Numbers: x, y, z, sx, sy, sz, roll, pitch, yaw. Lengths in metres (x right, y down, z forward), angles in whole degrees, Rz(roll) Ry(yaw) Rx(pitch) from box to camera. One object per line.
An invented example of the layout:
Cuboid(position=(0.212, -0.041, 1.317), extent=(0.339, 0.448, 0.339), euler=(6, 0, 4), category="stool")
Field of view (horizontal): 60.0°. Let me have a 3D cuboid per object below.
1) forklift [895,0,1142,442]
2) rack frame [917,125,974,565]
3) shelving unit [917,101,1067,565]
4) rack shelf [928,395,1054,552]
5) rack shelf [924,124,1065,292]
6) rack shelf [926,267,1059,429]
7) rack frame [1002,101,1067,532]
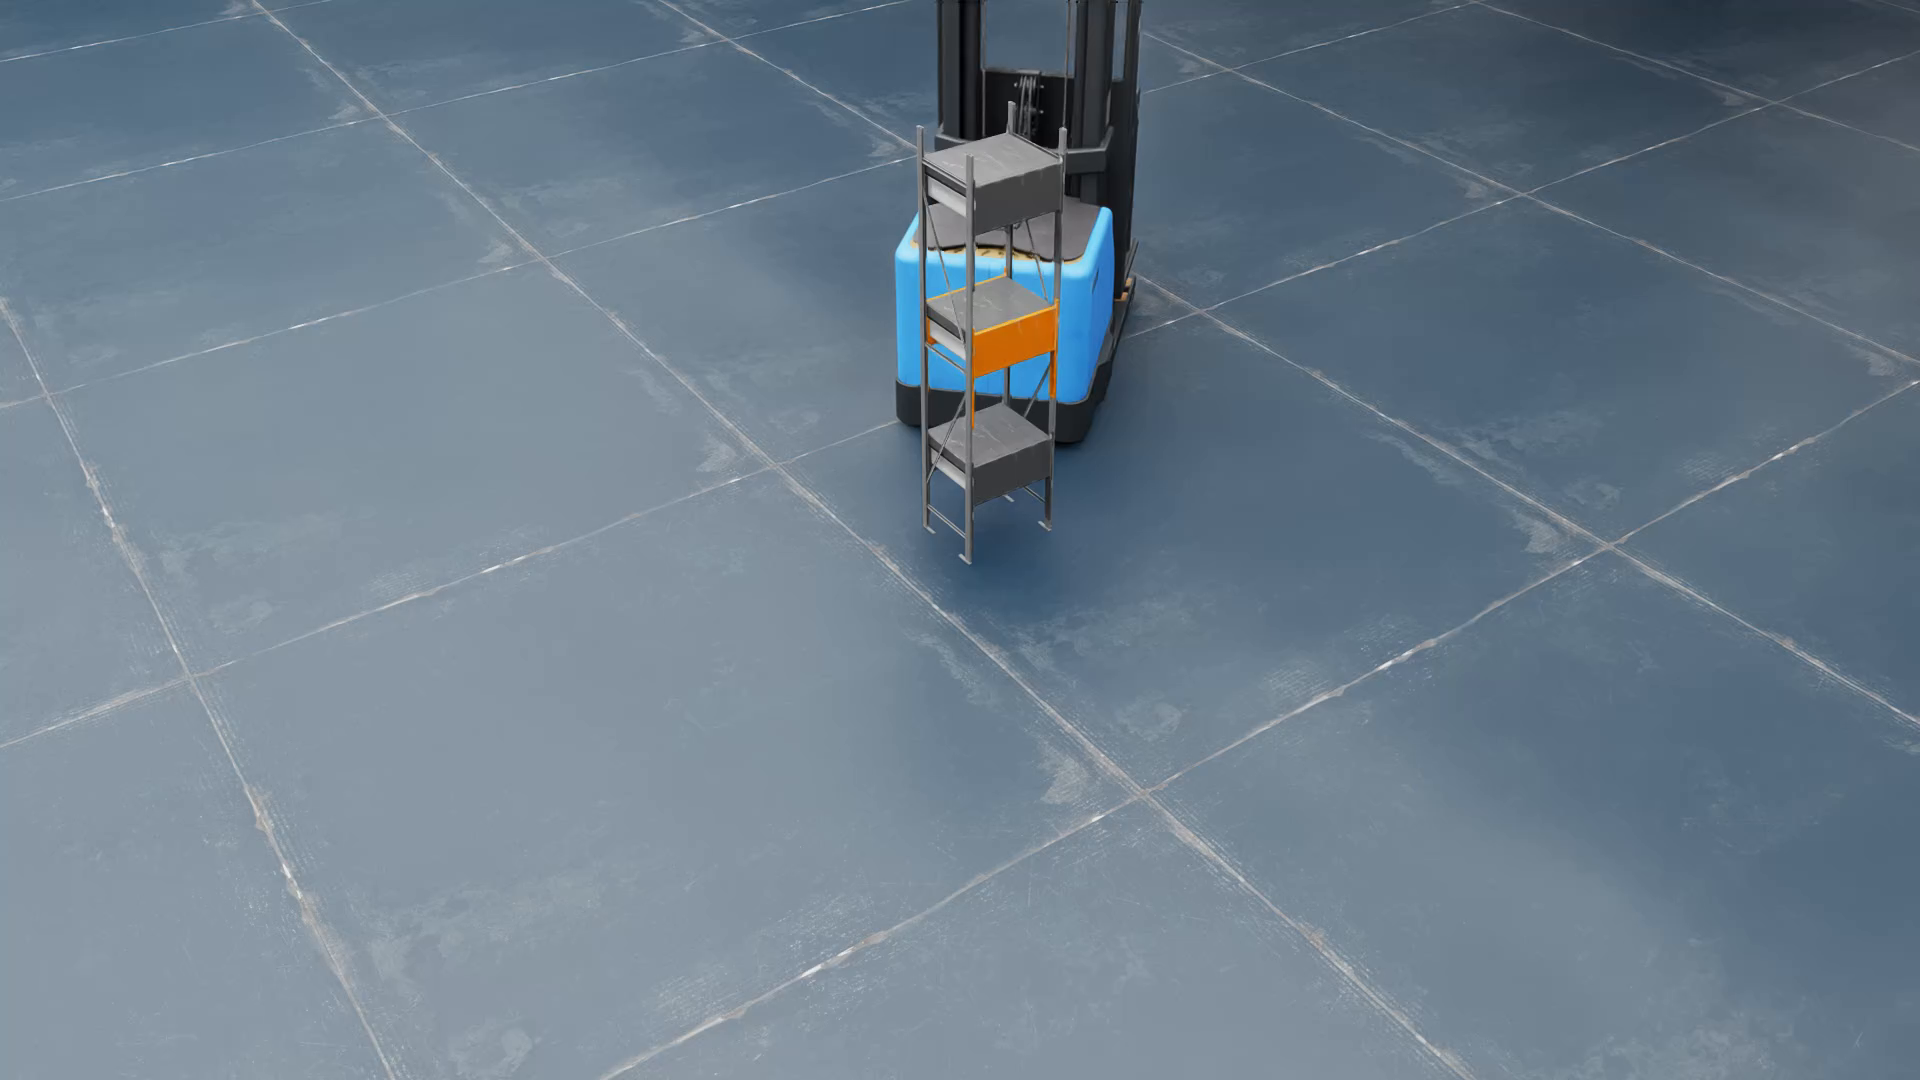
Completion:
Cuboid(position=(0.471, -2.567, 9.309), extent=(1.130, 2.935, 3.031), euler=(7, 36, 10), category="forklift")
Cuboid(position=(-0.064, -0.826, 7.600), extent=(0.015, 2.100, 0.400), euler=(-22, 41, -28), category="rack frame")
Cuboid(position=(0.135, -0.908, 7.714), extent=(0.503, 2.100, 0.431), euler=(-22, 41, -28), category="shelving unit")
Cuboid(position=(0.135, -0.329, 8.131), extent=(0.480, 0.518, 0.431), euler=(-22, 41, -28), category="rack shelf")
Cuboid(position=(0.135, -1.465, 7.314), extent=(0.480, 0.518, 0.431), euler=(-22, 41, -28), category="rack shelf")
Cuboid(position=(0.135, -0.897, 7.722), extent=(0.480, 0.518, 0.431), euler=(-22, 41, -28), category="rack shelf")
Cuboid(position=(0.335, -0.990, 7.828), extent=(0.015, 2.100, 0.400), euler=(-22, 41, -28), category="rack frame")
